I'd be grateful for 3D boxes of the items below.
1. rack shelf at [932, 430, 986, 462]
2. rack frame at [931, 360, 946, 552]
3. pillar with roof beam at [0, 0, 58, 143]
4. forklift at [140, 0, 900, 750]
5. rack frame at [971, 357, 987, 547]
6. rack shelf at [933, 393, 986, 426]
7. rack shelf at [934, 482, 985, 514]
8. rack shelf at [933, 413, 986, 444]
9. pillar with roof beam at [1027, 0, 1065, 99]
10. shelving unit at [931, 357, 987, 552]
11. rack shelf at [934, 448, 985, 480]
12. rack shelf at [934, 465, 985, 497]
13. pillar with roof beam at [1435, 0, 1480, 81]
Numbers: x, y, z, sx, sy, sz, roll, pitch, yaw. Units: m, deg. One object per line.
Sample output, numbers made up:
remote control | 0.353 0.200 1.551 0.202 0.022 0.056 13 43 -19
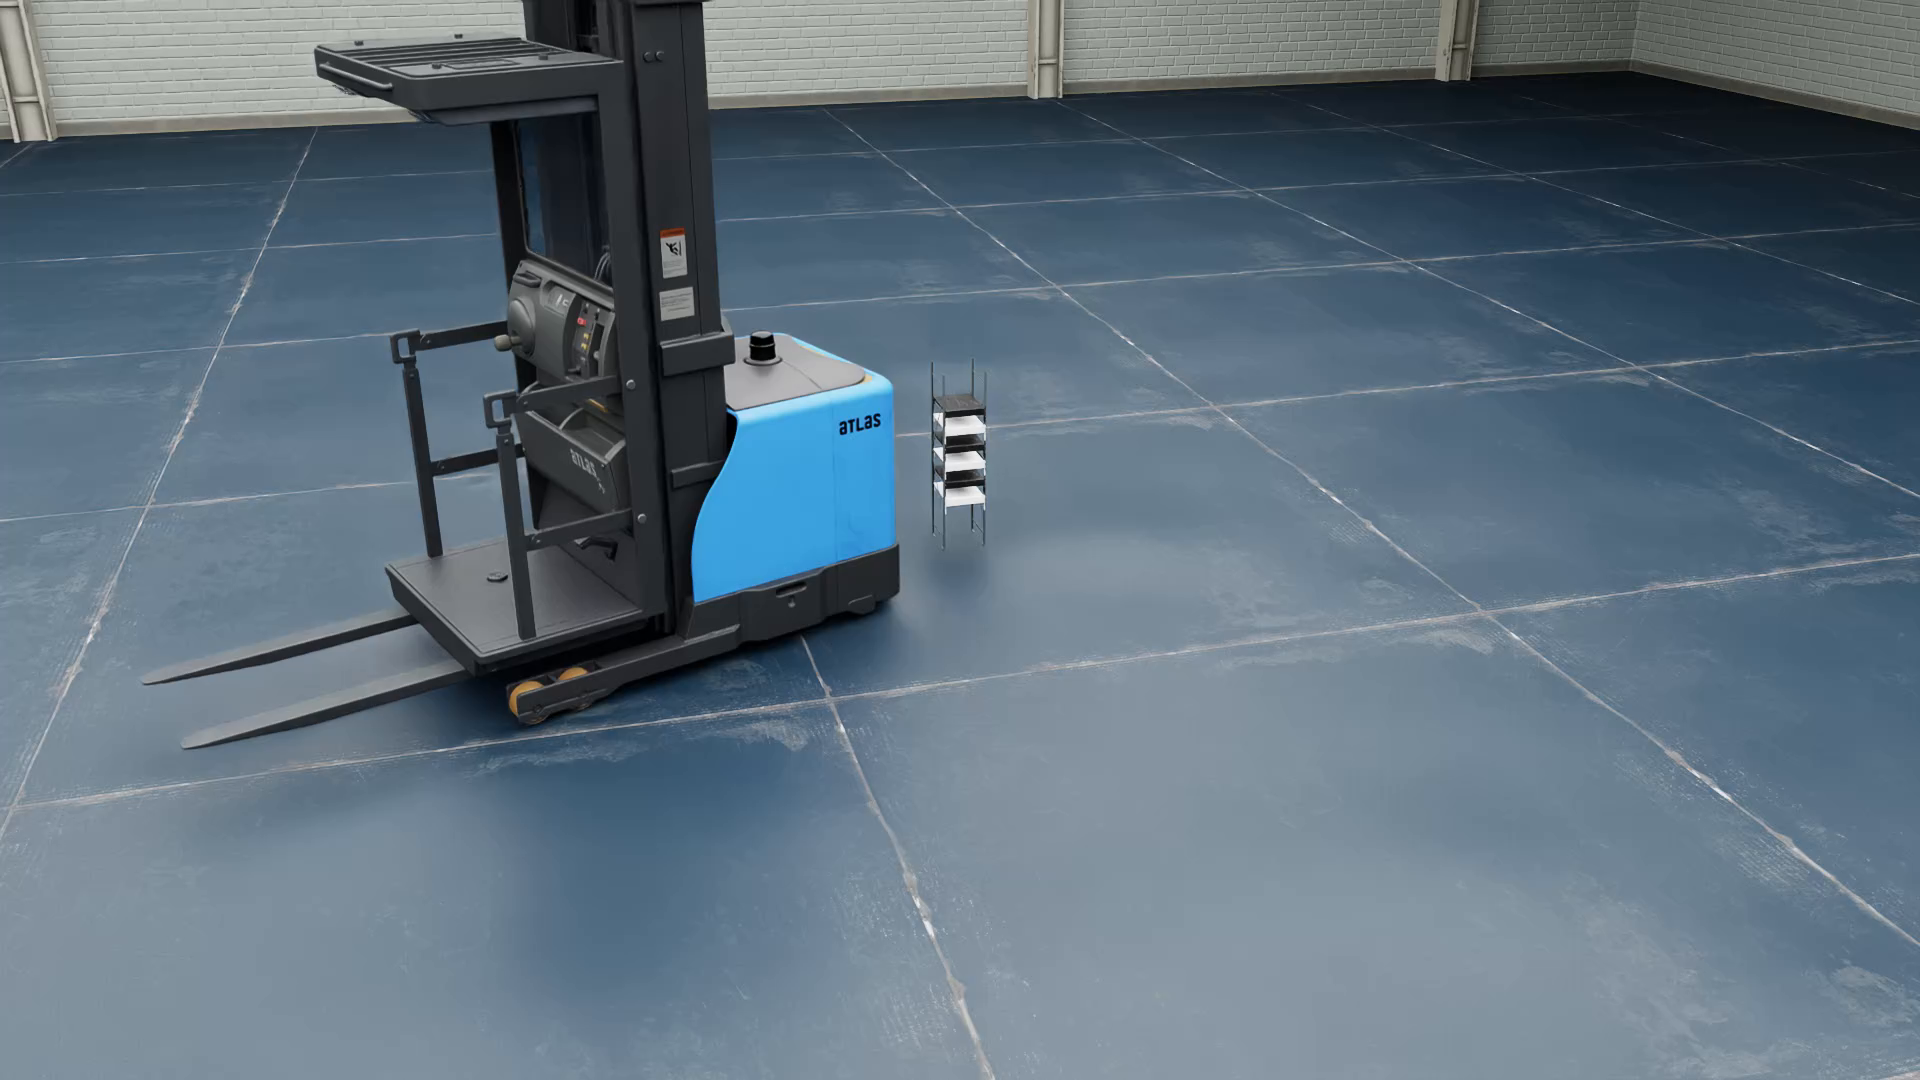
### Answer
rack shelf | -0.008 -0.465 8.048 0.200 0.077 0.258 -6 24 -14
rack frame | -0.106 -0.402 8.045 0.006 0.900 0.240 -6 24 -14
pillar with roof beam | -9.281 -7.032 13.226 0.400 9.000 9.100 -6 24 -14
forklift | -1.760 -0.856 6.528 3.031 2.935 1.130 -16 28 -33
rack frame | 0.090 -0.424 8.096 0.006 0.900 0.240 -6 24 -14
rack shelf | -0.008 -0.630 7.977 0.200 0.077 0.258 -6 24 -14
rack shelf | -0.008 -0.217 8.155 0.200 0.077 0.258 -6 24 -14
rack shelf | -0.008 -0.547 8.013 0.200 0.077 0.258 -6 24 -14
pillar with roof beam | 2.273 -8.310 16.205 0.400 9.000 9.100 -6 24 -14
shelving unit | -0.008 -0.413 8.071 0.210 0.900 0.258 -6 24 -14
rack shelf | -0.008 -0.382 8.084 0.200 0.077 0.258 -6 24 -14
rack shelf | -0.008 -0.299 8.119 0.200 0.077 0.258 -6 24 -14
pillar with roof beam | 8.050 -8.949 17.695 0.400 9.000 9.100 -6 24 -14
